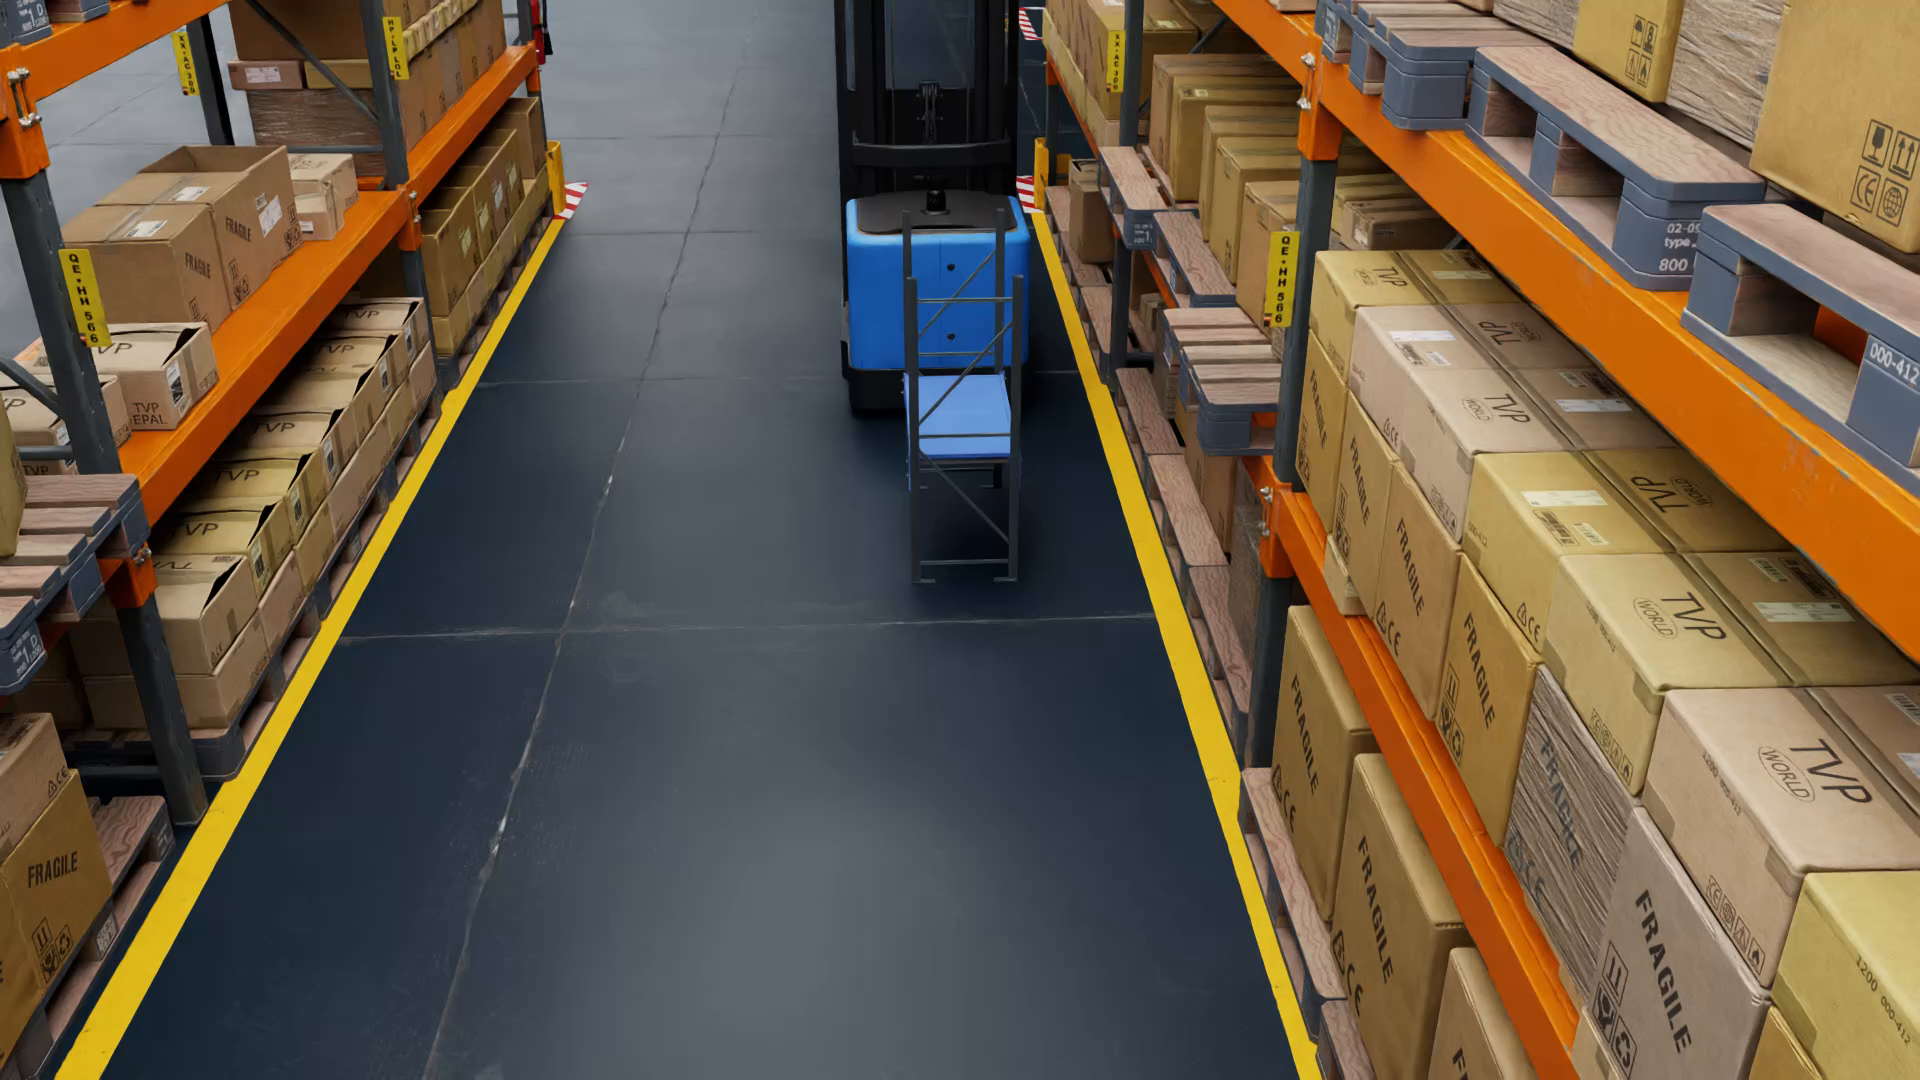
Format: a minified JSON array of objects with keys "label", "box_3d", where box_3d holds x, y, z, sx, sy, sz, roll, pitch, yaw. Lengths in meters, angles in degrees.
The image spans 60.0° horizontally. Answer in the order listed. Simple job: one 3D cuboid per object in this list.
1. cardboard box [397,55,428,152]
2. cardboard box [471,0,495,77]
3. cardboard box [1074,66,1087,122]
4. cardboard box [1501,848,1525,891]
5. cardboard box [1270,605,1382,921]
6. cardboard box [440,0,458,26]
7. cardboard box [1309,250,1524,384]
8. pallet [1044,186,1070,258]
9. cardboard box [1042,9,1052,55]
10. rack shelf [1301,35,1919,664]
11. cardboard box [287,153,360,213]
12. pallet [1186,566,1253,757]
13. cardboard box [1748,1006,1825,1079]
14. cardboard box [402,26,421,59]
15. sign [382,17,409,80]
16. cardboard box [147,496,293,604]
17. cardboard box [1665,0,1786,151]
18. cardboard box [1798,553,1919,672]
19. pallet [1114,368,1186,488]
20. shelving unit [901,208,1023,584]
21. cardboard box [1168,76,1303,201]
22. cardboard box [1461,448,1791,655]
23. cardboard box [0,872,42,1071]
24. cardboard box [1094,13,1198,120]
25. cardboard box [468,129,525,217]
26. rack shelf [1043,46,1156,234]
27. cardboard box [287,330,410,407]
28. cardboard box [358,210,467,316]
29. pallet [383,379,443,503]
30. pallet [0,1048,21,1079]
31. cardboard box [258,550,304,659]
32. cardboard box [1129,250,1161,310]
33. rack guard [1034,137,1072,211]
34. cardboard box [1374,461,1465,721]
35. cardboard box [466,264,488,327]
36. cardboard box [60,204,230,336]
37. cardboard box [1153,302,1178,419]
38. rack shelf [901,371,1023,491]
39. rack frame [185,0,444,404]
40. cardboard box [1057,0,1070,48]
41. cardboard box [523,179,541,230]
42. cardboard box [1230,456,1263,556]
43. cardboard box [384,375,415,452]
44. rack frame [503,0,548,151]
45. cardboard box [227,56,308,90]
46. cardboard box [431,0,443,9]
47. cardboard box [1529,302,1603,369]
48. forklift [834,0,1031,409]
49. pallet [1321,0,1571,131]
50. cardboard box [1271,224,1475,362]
[{"label":"cardboard box","box_3d":[-3.614,-2.616,9.913,0.700,0.500,0.500,-2,28,-3]},{"label":"cardboard box","box_3d":[-3.716,-3.556,11.717,0.700,0.500,0.500,-1,28,-1]},{"label":"cardboard box","box_3d":[1.009,-2.861,10.631,0.500,0.250,0.500,-2,28,-3]},{"label":"cardboard box","box_3d":[1.488,0.692,3.929,0.380,0.149,0.250,-1,28,-1]},{"label":"cardboard box","box_3d":[1.512,0.712,5.511,0.750,0.750,0.750,-2,28,-3]},{"label":"cardboard box","box_3d":[-3.467,-3.414,10.743,0.380,0.149,0.250,-2,28,-3]},{"label":"cardboard box","box_3d":[1.372,-0.686,5.059,0.500,0.250,0.500,-1,28,-1]},{"label":"pallet","box_3d":[1.198,-2.444,12.708,1.003,0.211,1.213,-1,28,-3]},{"label":"cardboard box","box_3d":[0.895,-3.801,12.435,0.500,0.250,0.500,-2,28,-4]},{"label":"rack shelf","box_3d":[1.709,-0.485,3.470,1.077,0.370,4.000,-1,28,-3]},{"label":"cardboard box","box_3d":[-3.482,-1.830,8.678,0.500,0.250,0.500,0,28,1]},{"label":"pallet","box_3d":[1.565,0.478,7.105,1.003,0.211,1.213,-1,28,-3]},{"label":"cardboard box","box_3d":[1.538,1.058,2.527,0.500,0.500,0.500,-2,28,-3]},{"label":"cardboard box","box_3d":[-3.415,-2.940,9.834,0.380,0.149,0.250,-2,28,-3]},{"label":"sign","box_3d":[-3.010,-2.619,8.862,0.100,0.325,0.005,-1,28,-3]},{"label":"cardboard box","box_3d":[-3.112,0.017,6.887,0.500,0.311,0.500,-2,28,-4]},{"label":"cardboard box","box_3d":[1.821,-1.017,3.128,0.700,0.500,0.500,-1,28,-3]},{"label":"cardboard box","box_3d":[1.984,0.241,3.282,0.500,0.250,0.500,-2,28,-4]},{"label":"pallet","box_3d":[1.438,-0.649,9.265,1.003,0.211,1.213,-1,28,-3]},{"label":"shelving unit","box_3d":[-0.004,-0.704,7.979,0.538,1.500,1.048,-1,28,-3]},{"label":"cardboard box","box_3d":[1.410,-1.990,8.238,0.700,0.500,0.500,1,28,3]},{"label":"cardboard box","box_3d":[1.463,0.016,3.714,0.500,0.250,0.500,-2,28,-4]},{"label":"cardboard box","box_3d":[-3.032,1.303,4.736,0.500,0.500,0.500,-2,28,-5]},{"label":"cardboard box","box_3d":[1.062,-2.730,9.571,0.500,0.500,0.500,-1,28,-3]},{"label":"cardboard box","box_3d":[-3.368,-2.568,11.638,0.500,0.500,0.500,-1,28,-3]},{"label":"rack shelf","box_3d":[1.291,-2.849,11.247,1.077,0.370,4.000,-1,28,-3]},{"label":"cardboard box","box_3d":[-3.210,-0.919,8.681,0.500,0.311,0.500,-1,28,-1]},{"label":"cardboard box","box_3d":[-3.263,-1.644,9.868,0.500,0.500,0.500,-1,28,-3]},{"label":"pallet","box_3d":[-3.474,-0.548,9.071,1.003,0.211,1.213,-1,28,-3]},{"label":"pallet","box_3d":[-3.280,1.868,4.440,1.003,0.211,1.213,-1,28,-3]},{"label":"cardboard box","box_3d":[-3.103,0.276,6.997,0.500,0.250,0.500,-2,28,-4]},{"label":"cardboard box","box_3d":[1.302,-1.810,10.703,0.500,0.500,0.500,-3,28,-7]},{"label":"rack guard","box_3d":[1.191,-2.948,13.362,1.175,0.500,0.348,-1,28,-3]},{"label":"cardboard box","box_3d":[1.417,0.119,4.326,0.500,0.500,0.500,-2,28,-3]},{"label":"cardboard box","box_3d":[-3.293,-1.543,10.484,0.500,0.250,0.500,-1,28,-3]},{"label":"cardboard box","box_3d":[-3.446,-1.095,6.997,0.500,0.500,0.500,-3,28,-5]},{"label":"cardboard box","box_3d":[1.451,-0.992,9.135,0.700,0.500,0.500,0,28,-1]},{"label":"rack shelf","box_3d":[-0.004,-0.545,8.062,0.538,0.185,1.000,-1,28,-3]},{"label":"rack frame","box_3d":[-3.551,-2.123,9.077,1.000,3.000,0.127,-1,28,-3]},{"label":"cardboard box","box_3d":[0.948,-3.672,11.376,0.500,0.500,0.500,-2,28,-4]},{"label":"cardboard box","box_3d":[-3.399,-2.466,12.254,0.500,0.250,0.500,-1,28,-3]},{"label":"cardboard box","box_3d":[1.604,-0.056,7.341,0.700,0.500,0.500,-1,28,-3]},{"label":"cardboard box","box_3d":[-3.215,-0.672,8.814,0.500,0.250,0.500,-2,28,-3]},{"label":"rack frame","box_3d":[-3.760,-3.970,12.619,1.000,3.000,0.127,-1,28,-3]},{"label":"cardboard box","box_3d":[-3.779,-2.576,9.135,0.380,0.149,0.250,-1,28,-3]},{"label":"cardboard box","box_3d":[-3.659,-3.643,10.480,0.700,0.500,0.500,-1,28,-3]},{"label":"cardboard box","box_3d":[1.911,-0.472,4.650,0.500,0.250,0.500,-2,28,-4]},{"label":"forklift","box_3d":[-0.214,-2.698,10.254,1.130,2.935,3.031,-2,28,-4]},{"label":"pallet","box_3d":[1.691,-1.347,4.550,1.213,0.211,1.003,0,28,0]},{"label":"cardboard box","box_3d":[1.570,-0.853,6.059,0.700,0.500,0.500,-5,28,-9]}]
